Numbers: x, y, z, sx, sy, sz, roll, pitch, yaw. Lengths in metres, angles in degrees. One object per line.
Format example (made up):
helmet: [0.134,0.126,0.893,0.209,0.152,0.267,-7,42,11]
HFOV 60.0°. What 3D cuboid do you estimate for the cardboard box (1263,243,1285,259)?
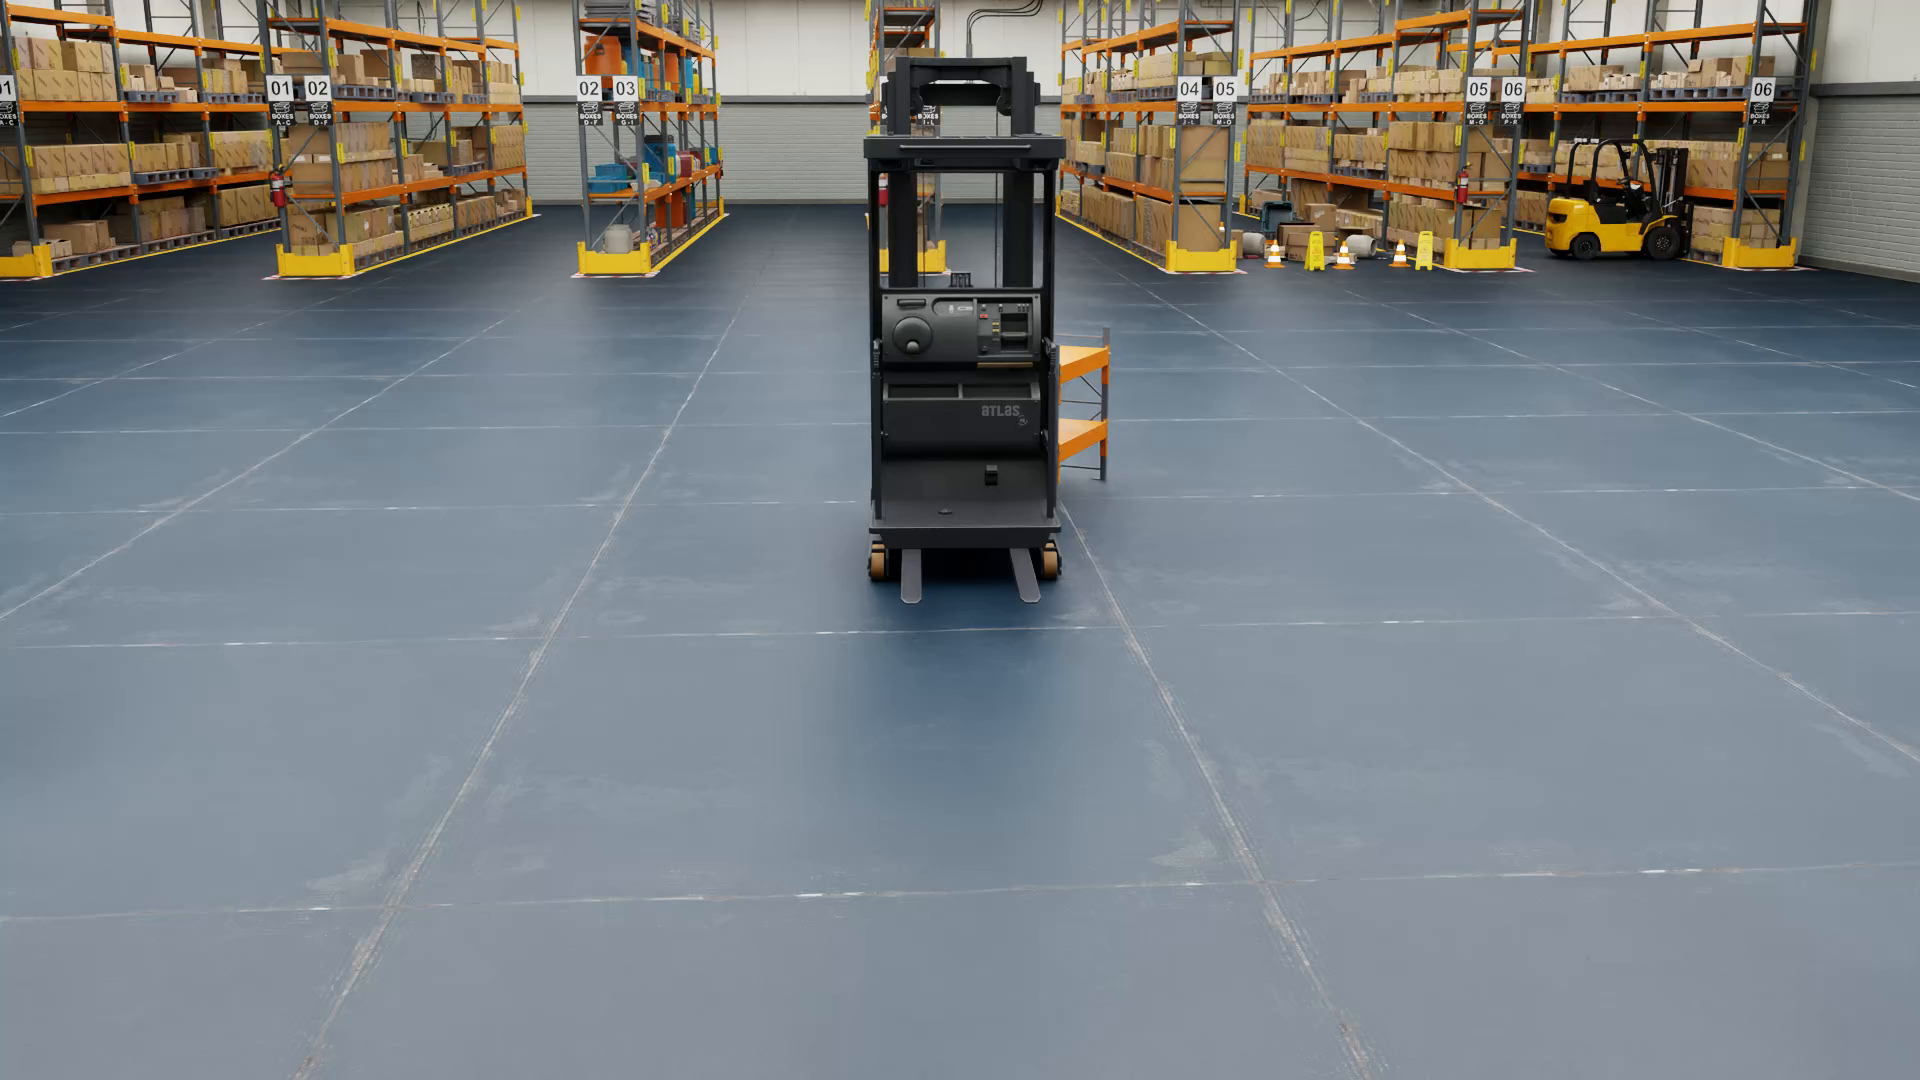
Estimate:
cardboard box: [5.820,-5.360,30.826,0.396,0.266,0.258,2,15,6]

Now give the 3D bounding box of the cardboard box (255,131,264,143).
cardboard box: [-16.102,-9.118,37.601,0.500,0.250,0.500,-1,14,-2]

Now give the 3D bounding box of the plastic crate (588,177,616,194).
plastic crate: [-6.107,-6.008,28.157,0.499,0.251,0.616,-1,14,-3]

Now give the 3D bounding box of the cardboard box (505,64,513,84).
cardboard box: [-11.664,-11.722,41.838,0.700,0.500,0.500,-1,14,-3]

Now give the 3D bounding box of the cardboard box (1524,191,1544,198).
cardboard box: [13.225,-7.945,38.257,0.380,0.149,0.250,-1,14,-4]

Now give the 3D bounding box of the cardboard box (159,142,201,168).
cardboard box: [-16.122,-7.942,34.290,0.700,0.500,0.500,-3,15,-10]

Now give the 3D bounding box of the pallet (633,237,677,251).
pallet: [-6.112,-5.800,32.643,1.003,0.211,1.213,-1,14,-3]

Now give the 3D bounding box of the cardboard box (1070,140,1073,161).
cardboard box: [3.007,-9.634,41.153,0.500,0.500,0.500,-1,14,-4]

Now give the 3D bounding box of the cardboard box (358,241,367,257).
cardboard box: [-10.567,-5.018,28.684,0.500,0.250,0.500,-1,14,-3]

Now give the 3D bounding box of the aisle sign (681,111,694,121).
aisle sign: [-7.069,-11.212,42.866,0.394,0.787,0.004,-1,14,-3]

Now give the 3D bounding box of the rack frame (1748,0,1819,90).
rack frame: [14.011,-9.173,28.118,1.000,3.000,0.127,-1,14,-3]

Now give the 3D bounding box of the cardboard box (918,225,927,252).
cardboard box: [-0.856,-5.185,28.834,0.500,0.500,0.500,2,15,7]

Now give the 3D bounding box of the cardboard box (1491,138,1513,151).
cardboard box: [13.074,-9.380,39.919,0.700,0.500,0.500,-1,14,-2]

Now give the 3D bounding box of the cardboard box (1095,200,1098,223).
cardboard box: [3.297,-7.360,37.284,0.500,0.500,0.500,0,14,-1]

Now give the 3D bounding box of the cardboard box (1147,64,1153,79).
cardboard box: [3.690,-8.482,30.114,0.500,0.250,0.500,-1,14,-4]

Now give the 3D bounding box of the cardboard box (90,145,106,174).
cardboard box: [-15.518,-6.740,29.459,0.500,0.500,0.500,-1,14,-5]

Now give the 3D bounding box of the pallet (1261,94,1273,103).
pallet: [8.201,-11.090,41.769,1.003,0.211,1.213,-1,14,-3]

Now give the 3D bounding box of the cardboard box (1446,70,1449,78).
cardboard box: [8.766,-8.178,29.177,0.380,0.149,0.250,-1,14,-3]

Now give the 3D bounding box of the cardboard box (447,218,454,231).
cardboard box: [-10.941,-6.619,34.908,0.500,0.250,0.500,-1,14,-2]

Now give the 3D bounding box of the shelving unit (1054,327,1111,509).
shelving unit: [0.640,-0.897,11.755,0.538,1.125,1.048,6,16,23]

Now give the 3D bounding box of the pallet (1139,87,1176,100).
pallet: [3.915,-8.289,30.882,1.003,0.211,1.213,-1,14,-3]

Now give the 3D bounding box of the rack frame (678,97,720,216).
rack frame: [-6.769,-9.940,43.138,1.000,3.000,0.127,-1,14,-3]

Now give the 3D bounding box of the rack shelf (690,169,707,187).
rack shelf: [-6.397,-8.099,37.428,1.077,0.370,4.000,-1,14,-3]

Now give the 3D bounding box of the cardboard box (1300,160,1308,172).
cardboard box: [8.149,-8.607,38.261,0.500,0.250,0.500,-1,14,-4]

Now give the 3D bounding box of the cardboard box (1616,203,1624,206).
cardboard box: [13.720,-6.445,33.479,0.875,0.625,0.625,0,14,-1]

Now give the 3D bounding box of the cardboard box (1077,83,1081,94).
cardboard box: [3.097,-10.806,39.782,0.500,0.250,0.500,-2,15,-6]

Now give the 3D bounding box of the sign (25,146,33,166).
sign: [-15.124,-6.235,27.003,0.100,0.325,0.005,-1,14,-3]

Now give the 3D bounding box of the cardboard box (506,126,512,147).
cardboard box: [-11.310,-9.908,40.808,0.500,0.500,0.500,0,14,-2]

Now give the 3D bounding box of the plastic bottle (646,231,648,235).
plastic bottle: [-5.766,-5.561,30.689,0.061,0.283,0.133,-1,14,-3]

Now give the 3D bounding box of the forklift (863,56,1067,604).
forklift: [0.017,-1.264,9.557,1.130,2.935,3.031,0,14,-2]

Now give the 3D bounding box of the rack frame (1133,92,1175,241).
rack frame: [3.875,-7.083,32.036,1.000,3.000,0.127,-1,14,-3]

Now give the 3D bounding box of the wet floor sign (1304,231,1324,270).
wet floor sign: [6.101,-4.972,28.554,0.267,0.644,0.232,-3,15,-13]

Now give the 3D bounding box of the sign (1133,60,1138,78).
sign: [3.334,-8.928,31.517,0.100,0.325,0.005,-1,14,-3]

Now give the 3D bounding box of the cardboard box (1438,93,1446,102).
cardboard box: [8.713,-7.859,29.534,0.380,0.149,0.250,-1,14,-4]

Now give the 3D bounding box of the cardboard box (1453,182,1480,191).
cardboard box: [8.821,-6.158,28.944,0.380,0.149,0.250,0,14,-2]

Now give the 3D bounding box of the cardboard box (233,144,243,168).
cardboard box: [-15.988,-8.378,36.230,0.500,0.500,0.500,-1,14,-4]

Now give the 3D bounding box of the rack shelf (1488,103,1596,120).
rack shelf: [13.392,-9.859,38.248,1.077,0.370,4.000,-1,14,-3]

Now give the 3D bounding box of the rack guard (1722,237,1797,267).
rack guard: [14.013,-5.051,29.154,1.175,0.500,0.348,-1,14,-3]

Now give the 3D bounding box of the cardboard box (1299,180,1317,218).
cardboard box: [8.496,-7.971,38.909,0.875,0.875,0.875,0,14,-2]

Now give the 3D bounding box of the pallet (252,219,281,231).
pallet: [-16.286,-7.251,38.283,1.003,0.211,1.213,-1,14,-3]

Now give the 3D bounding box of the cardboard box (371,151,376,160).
cardboard box: [-10.661,-6.862,29.675,0.380,0.149,0.250,0,14,-2]

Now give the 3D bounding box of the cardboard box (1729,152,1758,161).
cardboard box: [13.710,-6.712,29.091,0.380,0.149,0.250,-1,14,-3]

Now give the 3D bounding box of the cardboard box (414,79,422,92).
cardboard box: [-11.058,-9.073,33.210,0.500,0.250,0.500,-1,14,-5]

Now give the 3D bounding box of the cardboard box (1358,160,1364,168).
cardboard box: [8.448,-7.775,34.386,0.380,0.149,0.250,0,14,-2]

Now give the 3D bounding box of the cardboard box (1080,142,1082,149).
cardboard box: [2.994,-9.142,38.507,0.380,0.149,0.250,-1,14,-4]

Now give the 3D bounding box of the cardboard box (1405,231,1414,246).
cardboard box: [8.656,-5.641,31.107,0.500,0.250,0.500,-1,14,-4]

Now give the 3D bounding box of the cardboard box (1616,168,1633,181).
cardboard box: [13.471,-7.311,33.222,0.500,0.250,0.500,-1,14,-2]

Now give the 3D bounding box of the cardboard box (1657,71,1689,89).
cardboard box: [13.572,-8.713,31.486,0.500,0.311,0.500,-1,14,-2]

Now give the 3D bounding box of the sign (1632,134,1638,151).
sign: [13.222,-7.774,32.556,0.100,0.325,0.005,-1,14,-3]

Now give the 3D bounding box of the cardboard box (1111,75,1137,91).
cardboard box: [3.453,-9.556,34.762,0.500,0.311,0.500,-1,14,-3]

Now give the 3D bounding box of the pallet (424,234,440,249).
pallet: [-11.132,-6.016,33.485,1.003,0.211,1.213,-1,14,-3]

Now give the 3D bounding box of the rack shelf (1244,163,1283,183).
rack shelf: [8.190,-9.323,42.186,1.077,0.370,4.000,-1,14,-3]

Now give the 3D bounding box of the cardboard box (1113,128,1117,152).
cardboard box: [3.645,-8.499,35.331,0.700,0.500,0.500,-1,14,-4]
